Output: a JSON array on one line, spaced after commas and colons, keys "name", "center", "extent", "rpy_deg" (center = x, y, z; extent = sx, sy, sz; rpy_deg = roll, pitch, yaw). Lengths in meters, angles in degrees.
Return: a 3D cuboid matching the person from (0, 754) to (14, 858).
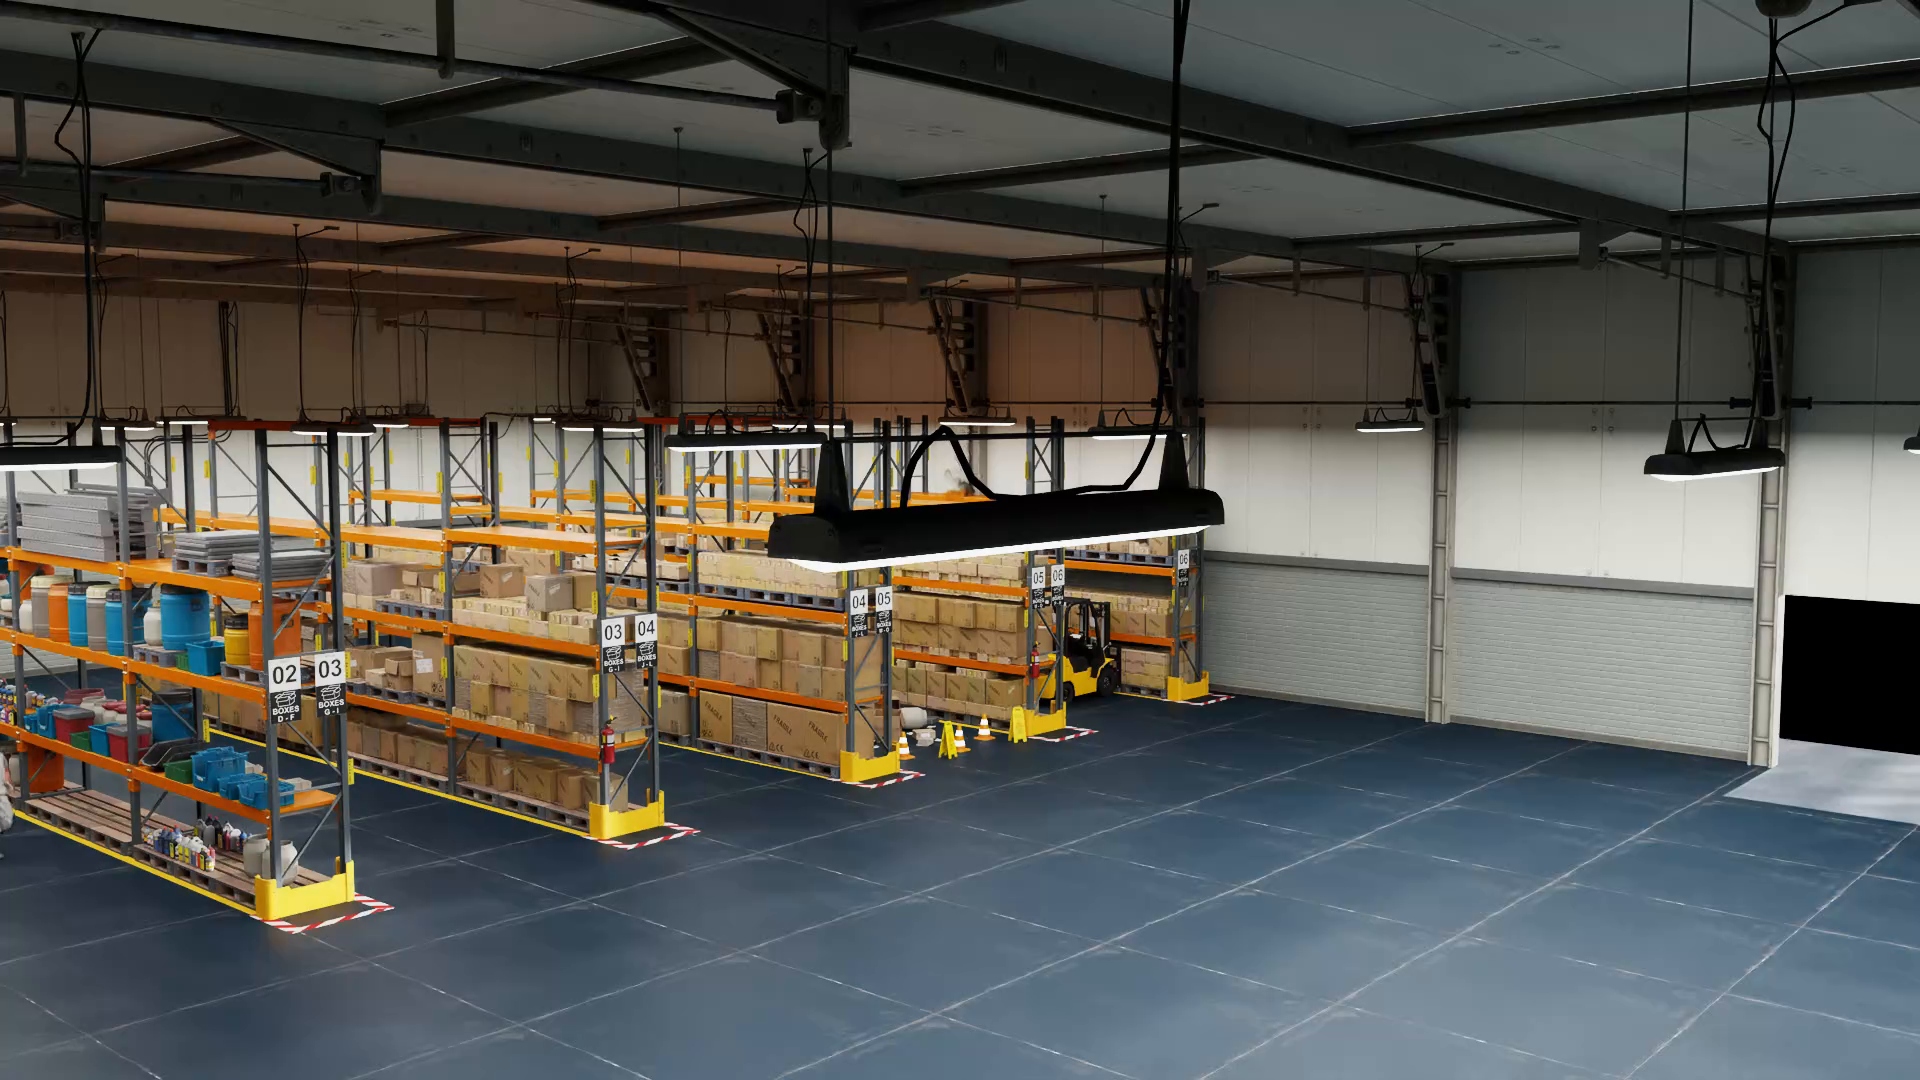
[{"name": "person", "center": [-13.454, 3.547, 23.041], "extent": [0.621, 1.737, 0.653], "rpy_deg": [3, 6, 31]}]
